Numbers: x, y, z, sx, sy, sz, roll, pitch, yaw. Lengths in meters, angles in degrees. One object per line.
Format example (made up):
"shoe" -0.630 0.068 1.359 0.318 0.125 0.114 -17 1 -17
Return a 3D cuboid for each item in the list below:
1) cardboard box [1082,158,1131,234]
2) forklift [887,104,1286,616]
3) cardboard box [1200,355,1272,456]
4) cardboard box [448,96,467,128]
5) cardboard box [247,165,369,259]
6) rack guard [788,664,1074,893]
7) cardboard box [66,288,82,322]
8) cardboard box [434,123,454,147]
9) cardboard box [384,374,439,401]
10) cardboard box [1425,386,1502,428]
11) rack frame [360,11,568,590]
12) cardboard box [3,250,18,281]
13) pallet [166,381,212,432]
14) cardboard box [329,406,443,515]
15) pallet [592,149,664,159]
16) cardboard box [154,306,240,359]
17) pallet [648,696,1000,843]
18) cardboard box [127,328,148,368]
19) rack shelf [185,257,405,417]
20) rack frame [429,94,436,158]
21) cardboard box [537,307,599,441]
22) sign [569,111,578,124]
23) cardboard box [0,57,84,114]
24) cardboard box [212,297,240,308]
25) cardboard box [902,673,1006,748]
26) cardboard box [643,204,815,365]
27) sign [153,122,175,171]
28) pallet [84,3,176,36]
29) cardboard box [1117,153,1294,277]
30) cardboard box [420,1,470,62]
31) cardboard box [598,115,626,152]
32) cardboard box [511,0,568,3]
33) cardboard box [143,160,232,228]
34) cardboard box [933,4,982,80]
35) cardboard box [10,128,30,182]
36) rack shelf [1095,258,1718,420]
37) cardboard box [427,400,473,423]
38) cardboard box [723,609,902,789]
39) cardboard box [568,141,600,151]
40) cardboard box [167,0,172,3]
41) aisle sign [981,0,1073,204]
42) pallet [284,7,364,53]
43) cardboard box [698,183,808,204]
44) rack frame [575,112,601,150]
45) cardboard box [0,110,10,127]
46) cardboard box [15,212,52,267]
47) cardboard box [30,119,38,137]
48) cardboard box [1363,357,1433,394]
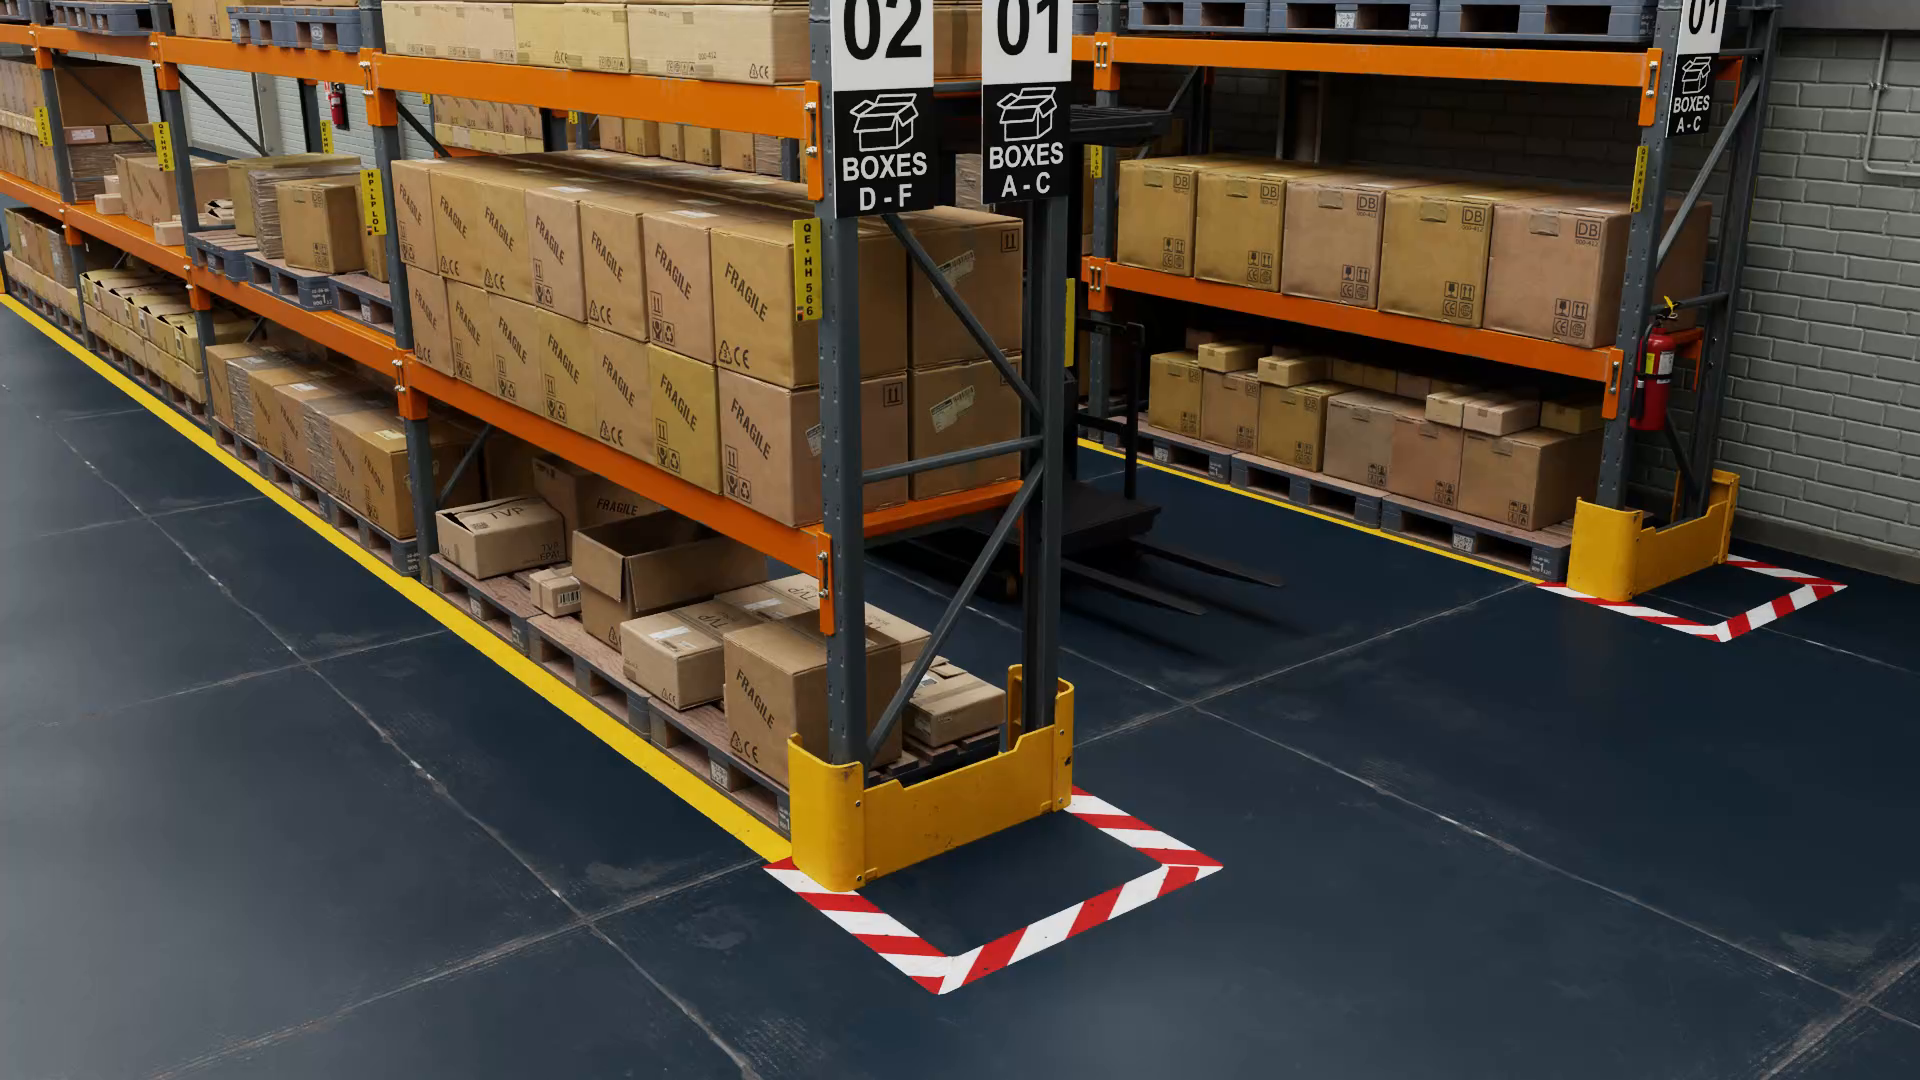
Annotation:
"cardboard box" 0.869 -2.494 11.959 0.500 0.500 0.500 -14 23 -37
"forklift" 0.415 -1.243 8.953 1.130 2.935 3.031 -15 24 -39
"cardboard box" 2.047 -0.915 11.164 0.700 0.500 0.500 -14 23 -37
"cardboard box" -5.738 -5.183 19.756 0.500 0.500 0.500 -14 23 -36
"cardboard box" -4.114 -2.100 10.607 0.700 0.500 0.500 -9 20 -26
"rack guard" -0.091 0.890 6.380 1.175 0.500 0.348 -14 23 -36
"cardboard box" -7.954 -2.201 15.443 0.500 0.250 0.500 -14 23 -36
"cardboard box" -6.043 -4.944 20.230 0.500 0.250 0.500 -15 23 -38
"cardboard box" -3.258 -1.055 10.361 0.500 0.250 0.500 -14 23 -36
"cardboard box" 2.942 -0.778 9.718 0.380 0.149 0.250 -13 22 -35
"rack frame" -2.528 -1.264 8.907 1.000 3.000 0.127 -14 23 -36
"cardboard box" -9.820 -2.939 17.673 0.500 0.250 0.500 -14 23 -36
"pallet" -5.492 -1.136 12.958 1.003 0.211 1.213 -14 23 -36
"cardboard box" -3.359 -0.475 9.802 0.500 0.500 0.500 -14 23 -36
"pallet" -3.253 -3.895 17.159 1.003 0.211 1.213 -14 23 -36
"cardboard box" -5.857 -1.617 12.789 0.500 0.311 0.500 -14 23 -37
"pallet" -0.587 0.831 7.018 1.003 0.211 1.213 -14 23 -36
"cardboard box" -6.483 -1.602 13.636 0.500 0.250 0.500 -13 23 -35
"rack shelf" -3.769 -1.415 10.508 1.077 0.370 4.000 -14 23 -36
"rack frame" -6.097 -5.188 20.759 1.000 3.000 0.127 -14 23 -36
"cardboard box" -1.479 -0.758 7.221 0.500 0.500 0.500 -14 23 -37
"sign" -4.034 -4.506 17.321 0.100 0.325 0.005 -14 23 -36
"cardboard box" -9.021 -4.501 16.460 0.700 0.500 0.500 -14 23 -36
"cardboard box" -5.754 -1.850 13.491 0.500 0.311 0.500 -15 23 -38
"cardboard box" -0.035 0.696 6.824 0.380 0.149 0.250 -14 23 -36
"cardboard box" -0.850 -0.981 6.302 0.500 0.500 0.500 -13 22 -35
"sign" -5.444 -2.690 11.372 0.100 0.325 0.005 -14 23 -36
"pallet" -5.503 -3.733 11.894 1.213 0.211 1.003 -13 22 -34
"cardboard box" 1.677 -2.237 11.369 0.980 0.700 0.700 -14 23 -35
"cardboard box" -2.112 -2.324 7.577 0.500 0.250 0.500 -14 23 -36
"cardboard box" -3.325 -4.327 17.299 0.700 0.500 0.500 -14 23 -36
"cardboard box" -1.497 -2.314 6.750 0.500 0.250 0.500 -14 23 -36
"cardboard box" -6.066 -2.707 13.107 0.500 0.500 0.500 -16 24 -39
"cardboard box" -0.164 -1.807 6.015 0.500 0.250 0.500 -14 23 -36
"cardboard box" -9.065 -3.899 16.705 0.700 0.500 0.500 -14 23 -36
"rack shelf" 2.595 -1.397 10.454 1.077 0.370 4.000 -14 23 -36
"cardboard box" -2.977 -0.582 10.125 0.500 0.500 0.500 -14 23 -35
"cardboard box" -0.575 0.614 6.514 0.500 0.500 0.500 -14 23 -36
"cardboard box" -4.146 -4.199 17.977 0.500 0.250 0.500 -14 23 -36
"cardboard box" -5.337 -3.902 11.674 0.500 0.250 0.500 -16 24 -40
"aisle sign" 0.229 -1.553 5.644 0.394 0.787 0.004 -14 23 -36
"pallet" -2.877 -2.773 8.992 1.213 0.211 1.003 -14 23 -36
"cardboard box" -0.750 -1.213 7.003 0.500 0.500 0.500 -14 23 -35
"rack frame" -3.614 -4.203 17.783 1.000 3.000 0.127 -14 23 -36
"cardboard box" -9.429 -4.248 16.730 0.380 0.149 0.250 -14 23 -37
"cardboard box" -9.187 -3.052 16.820 0.500 0.500 0.500 -14 23 -36
"cardboard box" -8.462 -3.867 15.577 0.380 0.149 0.250 -14 23 -36
"cardboard box" 2.770 -1.040 10.507 0.380 0.149 0.250 -14 23 -36
